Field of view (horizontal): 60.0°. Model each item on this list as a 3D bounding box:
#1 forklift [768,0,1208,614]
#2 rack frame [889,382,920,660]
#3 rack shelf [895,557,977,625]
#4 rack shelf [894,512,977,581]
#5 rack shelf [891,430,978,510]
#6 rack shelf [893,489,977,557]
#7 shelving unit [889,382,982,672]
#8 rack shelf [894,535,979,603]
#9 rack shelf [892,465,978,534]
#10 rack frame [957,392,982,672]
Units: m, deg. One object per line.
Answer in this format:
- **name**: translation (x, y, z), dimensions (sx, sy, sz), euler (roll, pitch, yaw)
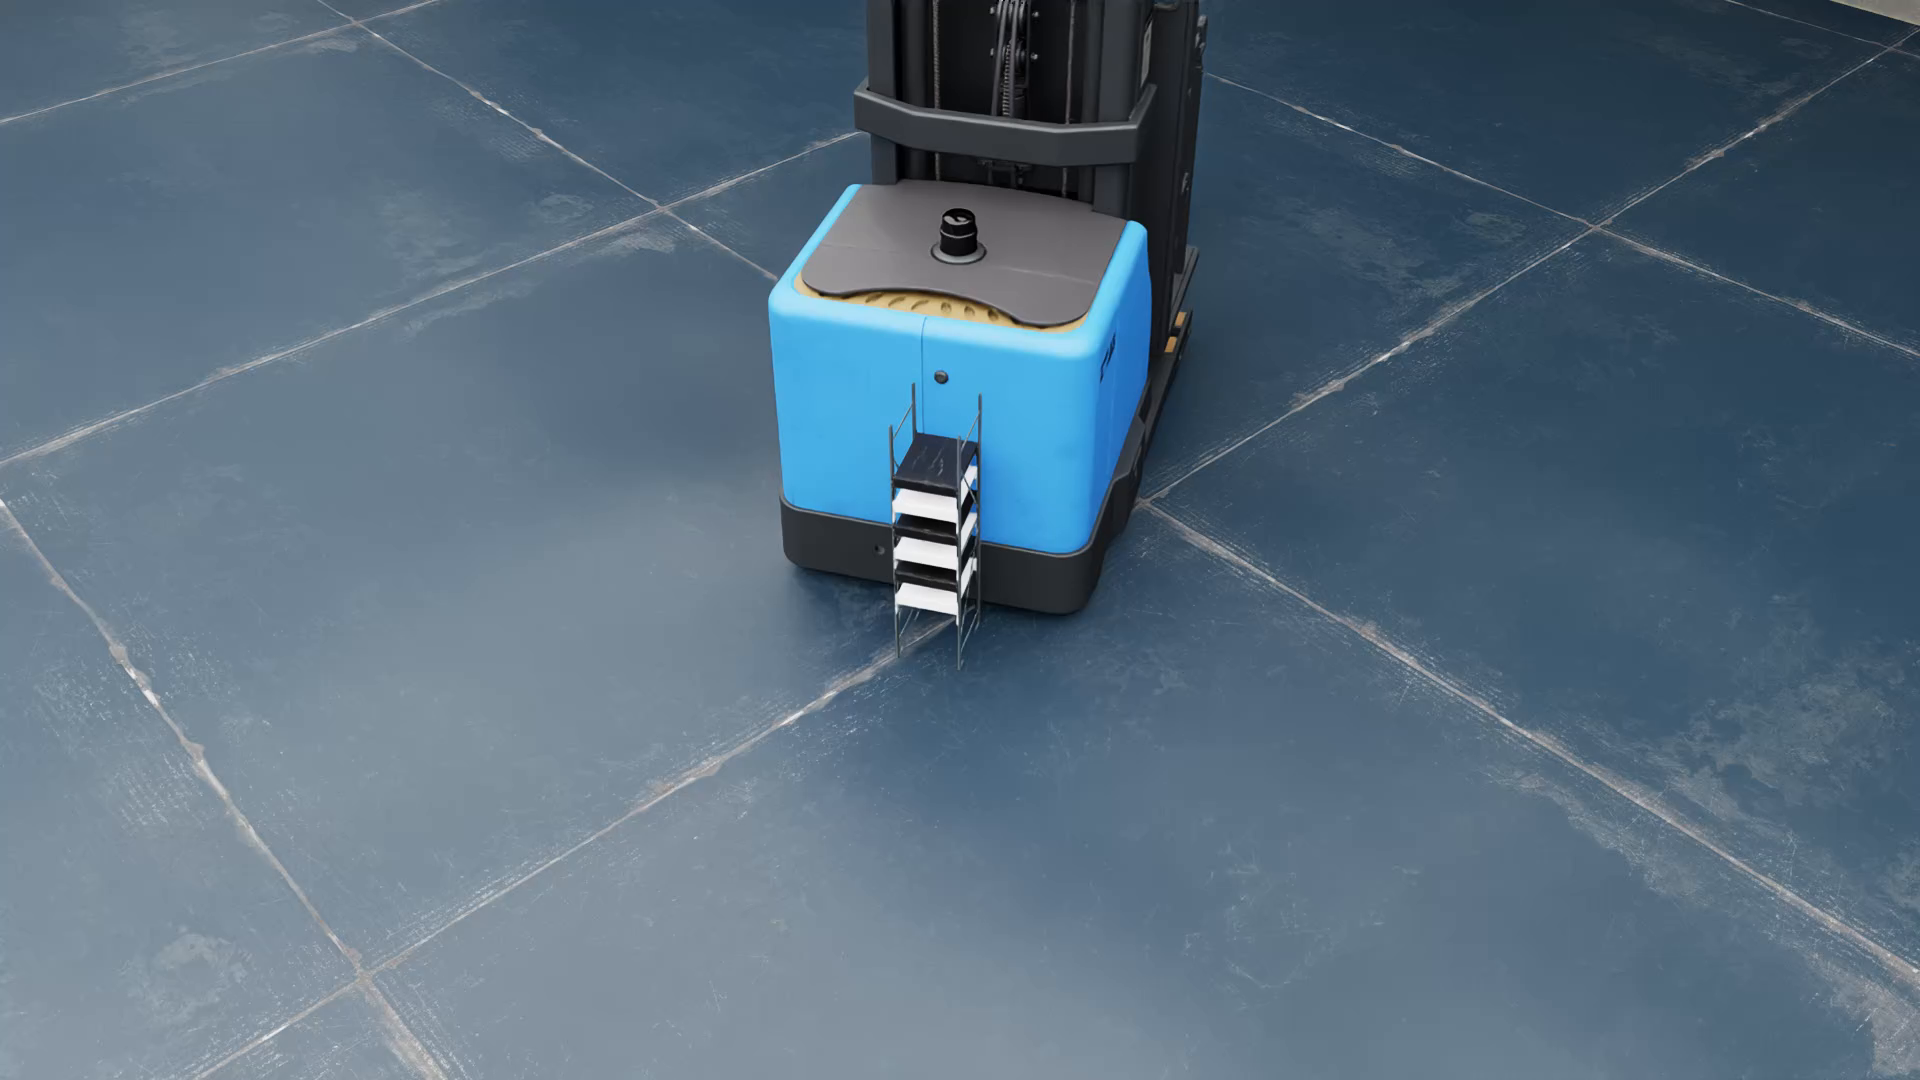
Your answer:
- **forklift**: translation (0.303, -1.835, 5.690), dimensions (1.130, 2.935, 3.031), euler (10, 40, 12)
- **rack frame**: translation (-0.167, -0.043, 5.087), dimensions (0.006, 0.900, 0.240), euler (10, 40, 12)
- **rack shelf**: translation (-0.069, 0.140, 5.199), dimensions (0.200, 0.077, 0.258), euler (10, 40, 12)
- **rack shelf**: translation (-0.069, 0.000, 5.086), dimensions (0.200, 0.077, 0.258), euler (10, 40, 12)
- **rack shelf**: translation (-0.069, -0.210, 4.917), dimensions (0.200, 0.077, 0.258), euler (10, 40, 12)
- **rack shelf**: translation (-0.069, -0.070, 5.030), dimensions (0.200, 0.077, 0.258), euler (10, 40, 12)
- **shelving unit**: translation (-0.069, -0.026, 5.065), dimensions (0.210, 0.900, 0.258), euler (10, 40, 12)
- **rack shelf**: translation (-0.069, 0.070, 5.143), dimensions (0.200, 0.077, 0.258), euler (10, 40, 12)
- **rack shelf**: translation (-0.069, -0.140, 4.973), dimensions (0.200, 0.077, 0.258), euler (10, 40, 12)
- **rack frame**: translation (0.029, -0.008, 5.044), dimensions (0.006, 0.900, 0.240), euler (10, 40, 12)
